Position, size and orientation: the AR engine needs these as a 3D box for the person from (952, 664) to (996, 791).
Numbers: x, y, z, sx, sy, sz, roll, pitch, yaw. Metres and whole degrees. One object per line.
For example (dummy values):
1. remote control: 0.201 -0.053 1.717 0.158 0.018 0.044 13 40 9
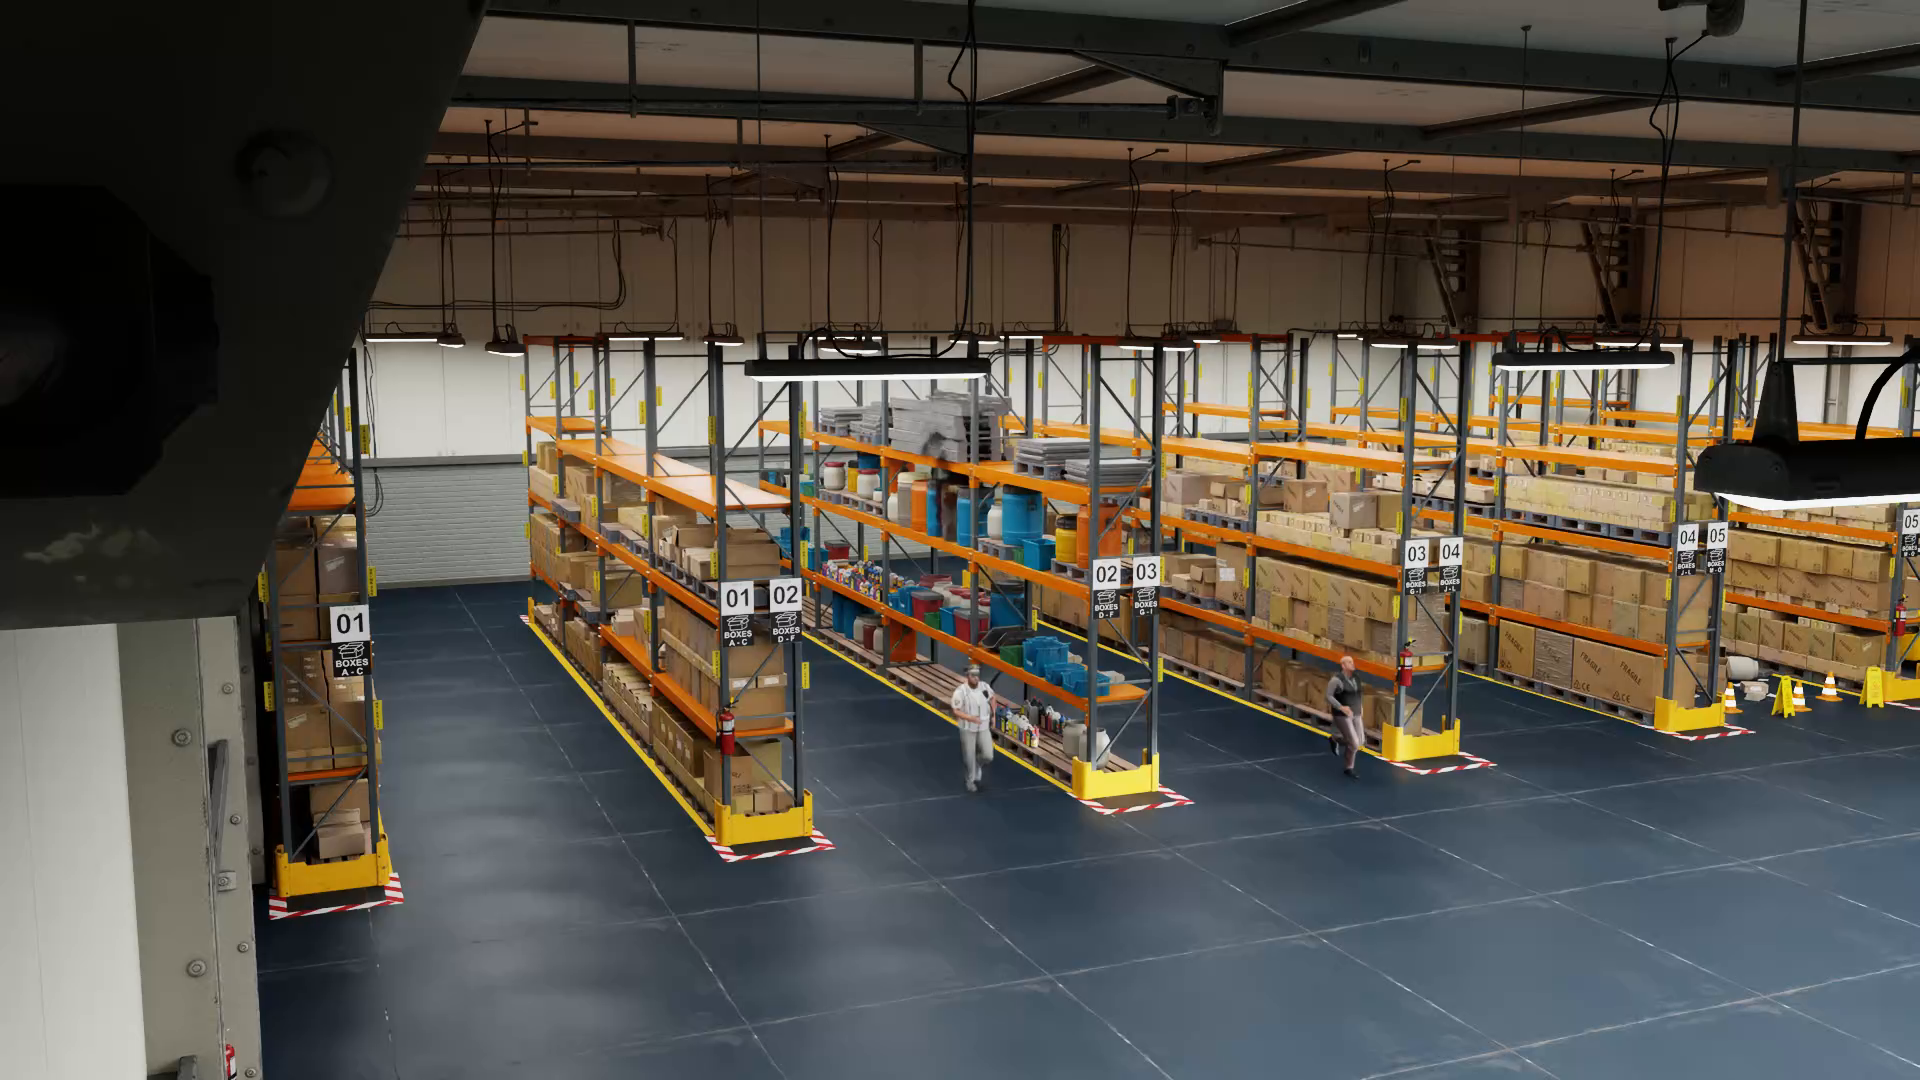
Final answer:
1. person: 0.230 2.518 22.300 0.673 1.753 0.620 -3 8 -20

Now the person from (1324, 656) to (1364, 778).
1. person: 5.356 2.439 23.199 0.683 1.683 0.643 -6 10 -37
